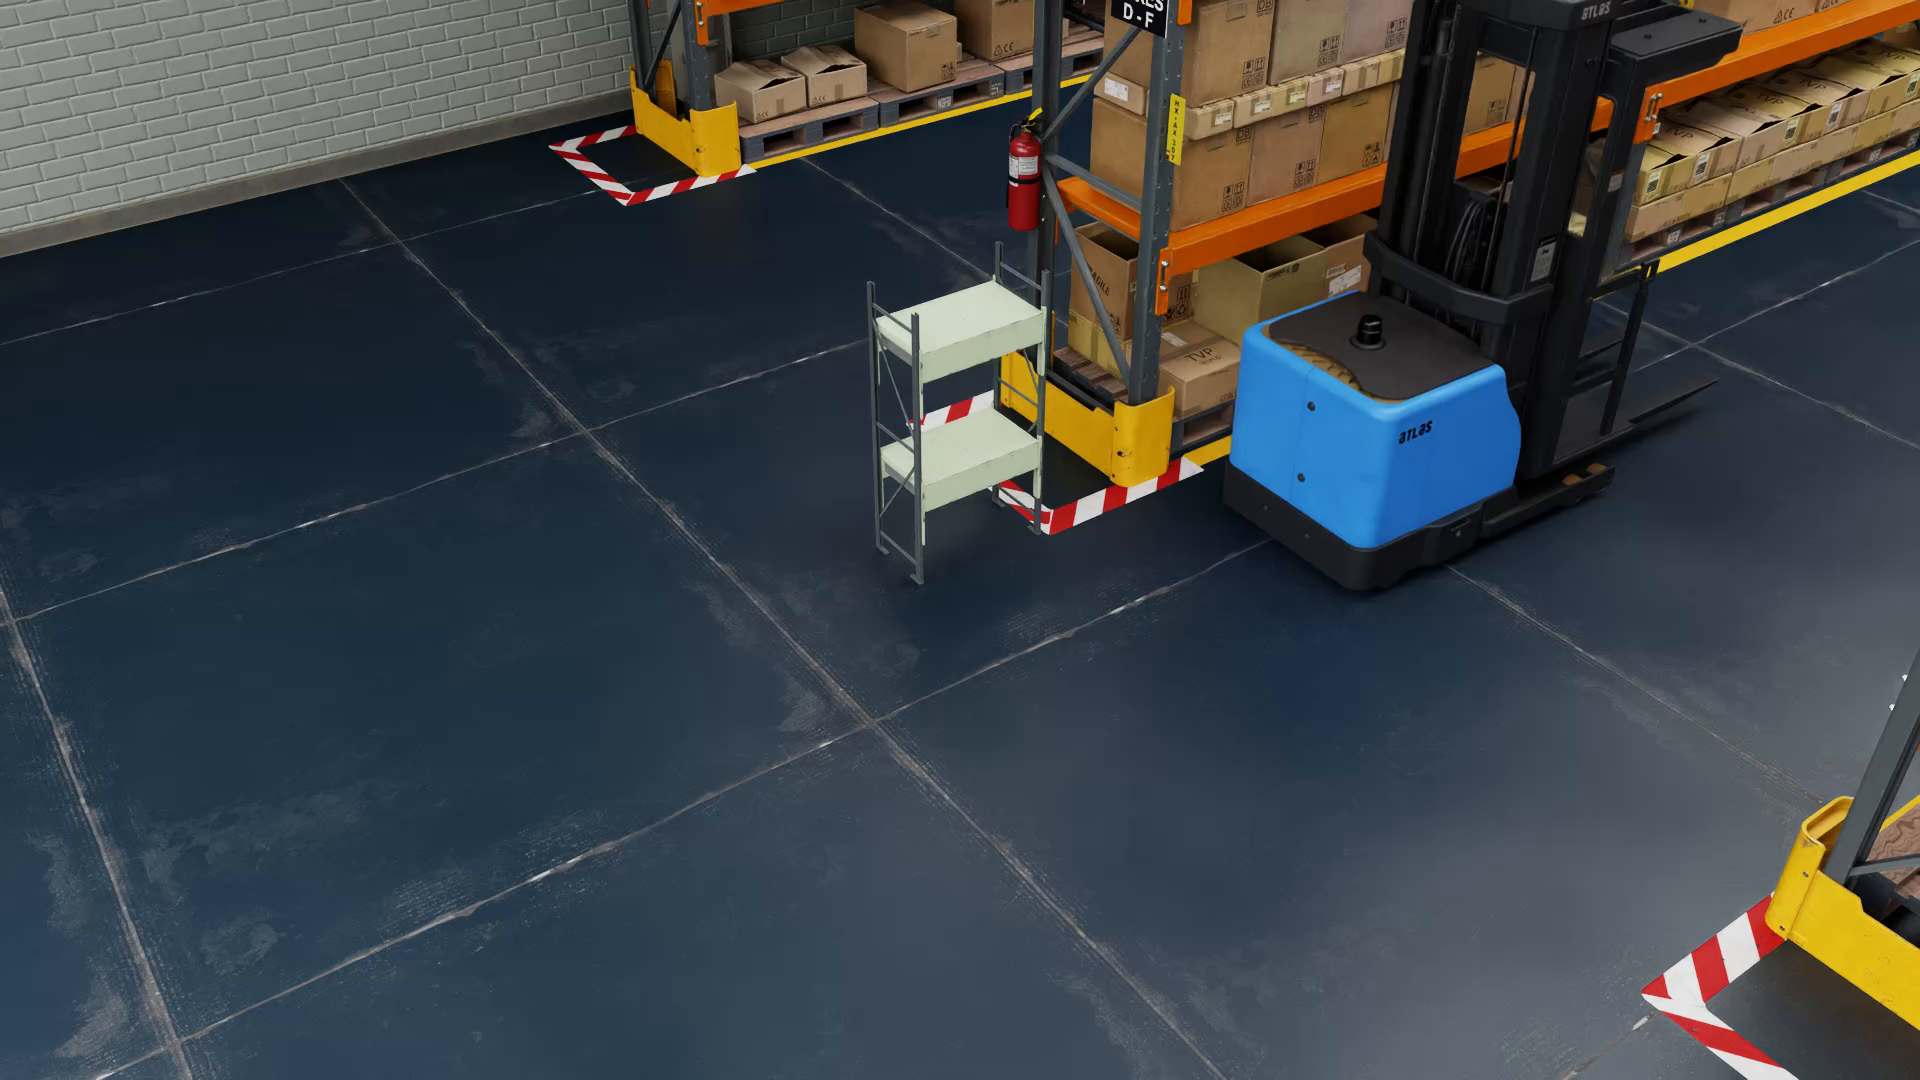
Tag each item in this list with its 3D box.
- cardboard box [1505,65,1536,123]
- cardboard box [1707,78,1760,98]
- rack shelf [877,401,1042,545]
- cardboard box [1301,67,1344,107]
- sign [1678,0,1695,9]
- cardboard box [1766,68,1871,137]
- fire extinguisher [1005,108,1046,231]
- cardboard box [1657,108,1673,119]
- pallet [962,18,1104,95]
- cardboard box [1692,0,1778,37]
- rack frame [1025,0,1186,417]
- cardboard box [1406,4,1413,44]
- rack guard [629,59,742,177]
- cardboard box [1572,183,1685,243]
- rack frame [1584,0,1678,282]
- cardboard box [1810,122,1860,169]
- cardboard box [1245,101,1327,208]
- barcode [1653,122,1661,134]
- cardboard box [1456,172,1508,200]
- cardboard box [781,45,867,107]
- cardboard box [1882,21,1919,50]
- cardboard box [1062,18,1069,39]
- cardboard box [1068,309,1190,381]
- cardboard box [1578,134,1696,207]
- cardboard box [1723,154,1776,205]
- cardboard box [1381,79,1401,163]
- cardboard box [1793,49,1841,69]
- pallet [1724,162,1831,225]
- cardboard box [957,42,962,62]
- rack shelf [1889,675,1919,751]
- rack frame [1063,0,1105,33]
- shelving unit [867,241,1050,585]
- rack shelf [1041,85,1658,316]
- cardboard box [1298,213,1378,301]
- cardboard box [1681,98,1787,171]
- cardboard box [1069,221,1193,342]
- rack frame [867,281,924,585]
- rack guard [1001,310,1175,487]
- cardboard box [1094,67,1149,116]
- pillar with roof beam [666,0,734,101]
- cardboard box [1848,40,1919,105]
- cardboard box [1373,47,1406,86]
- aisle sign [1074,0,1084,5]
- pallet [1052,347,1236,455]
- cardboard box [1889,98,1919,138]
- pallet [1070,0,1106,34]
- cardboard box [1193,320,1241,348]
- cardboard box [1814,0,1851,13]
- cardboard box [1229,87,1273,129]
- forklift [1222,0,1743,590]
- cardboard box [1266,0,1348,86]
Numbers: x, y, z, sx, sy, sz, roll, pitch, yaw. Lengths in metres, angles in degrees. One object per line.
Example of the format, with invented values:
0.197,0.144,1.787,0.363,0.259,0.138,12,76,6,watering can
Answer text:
3.192,-2.884,9.918,0.500,0.500,0.700,-23,42,-28,cardboard box
5.388,-3.243,12.018,0.500,0.311,0.500,-23,42,-28,cardboard box
-0.005,-0.342,8.313,0.720,0.370,0.431,-22,41,-28,rack shelf
1.780,-2.421,8.719,0.250,0.149,0.380,-23,42,-29,cardboard box
4.299,-3.295,9.767,0.005,0.325,0.100,-22,41,-28,sign
6.126,-3.163,11.908,0.500,0.311,0.500,-23,41,-28,cardboard box
0.345,-1.981,8.815,0.183,0.674,0.296,-22,41,-28,fire extinguisher
4.566,-2.909,11.554,0.500,0.311,0.500,-21,41,-27,cardboard box
0.593,-4.164,14.172,1.213,0.211,1.003,-22,41,-28,pallet
5.046,-3.644,10.976,0.500,0.500,0.500,-19,40,-25,cardboard box
0.709,-1.831,8.540,0.127,3.000,1.000,-22,41,-28,rack frame
2.389,-3.085,9.086,0.500,0.500,0.700,-22,41,-28,cardboard box
-2.086,-3.204,12.590,0.348,0.500,1.175,-22,41,-28,rack guard
4.451,-2.248,11.115,0.500,0.250,0.500,-23,42,-29,cardboard box
3.978,-3.176,10.410,0.127,3.000,1.000,-22,41,-28,rack frame
6.126,-2.939,12.077,0.500,0.250,0.500,-21,41,-27,cardboard box
1.524,-2.201,8.969,0.500,0.500,0.700,-21,41,-27,cardboard box
4.427,-2.617,10.574,0.075,0.075,0.001,-22,41,-28,barcode
2.903,-1.942,10.047,0.500,0.500,0.500,-22,41,-28,cardboard box
-1.065,-3.662,13.012,0.500,0.311,0.500,-19,40,-24,cardboard box
7.877,-4.112,13.476,0.500,0.500,0.500,-21,41,-26,cardboard box
0.702,-4.373,14.124,0.250,0.166,0.380,-28,44,-33,cardboard box
0.977,-1.206,9.667,0.500,0.250,0.500,-22,41,-28,cardboard box
4.460,-2.478,10.955,0.500,0.311,0.500,-22,41,-28,cardboard box
5.291,-2.594,11.597,0.500,0.250,0.500,-24,42,-29,cardboard box
2.362,-2.544,9.446,0.500,0.500,0.700,-21,41,-27,cardboard box
6.226,-3.587,12.496,0.500,0.311,0.500,-23,42,-29,cardboard box
5.556,-2.723,12.169,1.213,0.211,1.003,-22,41,-28,pallet
-0.197,-4.032,13.665,0.250,0.149,0.380,-26,43,-31,cardboard box
5.194,0.154,6.396,4.000,0.370,1.077,-22,41,-28,rack shelf
1.122,-5.539,13.696,0.127,3.000,1.000,-22,41,-28,rack frame
-0.005,-0.607,8.122,0.755,1.500,0.431,-22,41,-28,shelving unit
2.344,-2.211,9.685,4.000,0.370,1.077,-22,41,-28,rack shelf
2.084,-1.607,9.582,0.500,0.500,0.500,-22,41,-28,cardboard box
5.294,-2.819,11.428,0.500,0.311,0.500,-24,42,-29,cardboard box
0.976,-1.512,9.449,0.500,0.500,0.500,-22,41,-28,cardboard box
-0.305,-0.484,7.951,0.023,1.500,0.400,-22,41,-28,rack frame
0.689,-0.808,9.258,0.348,0.500,1.175,-22,41,-28,rack guard
0.911,-2.354,8.626,0.250,0.149,0.380,-23,42,-29,cardboard box
0.406,-5.223,8.118,0.400,9.000,9.100,-22,41,-28,pillar with roof beam
6.962,-3.510,12.389,0.500,0.311,0.500,-21,41,-27,cardboard box
2.205,-2.598,8.965,0.250,0.149,0.380,-23,42,-28,cardboard box
0.486,-3.004,7.945,0.004,0.787,0.394,-22,41,-28,aisle sign
1.310,-0.976,9.739,1.213,0.211,1.003,-22,41,-28,pallet
6.958,-3.282,12.553,0.500,0.250,0.500,-21,41,-27,cardboard box
1.757,-4.669,14.875,1.213,0.211,1.003,-22,41,-28,pallet
1.682,-1.129,9.559,0.500,0.250,0.500,-22,41,-28,cardboard box
5.886,-3.990,11.456,0.500,0.500,0.500,-25,42,-30,cardboard box
1.368,-2.254,8.487,0.250,0.149,0.380,-24,42,-29,cardboard box
2.886,-1.608,8.289,3.031,2.935,1.130,-21,41,-27,forklift
1.568,-2.746,8.616,0.500,0.500,0.700,-24,42,-29,cardboard box
